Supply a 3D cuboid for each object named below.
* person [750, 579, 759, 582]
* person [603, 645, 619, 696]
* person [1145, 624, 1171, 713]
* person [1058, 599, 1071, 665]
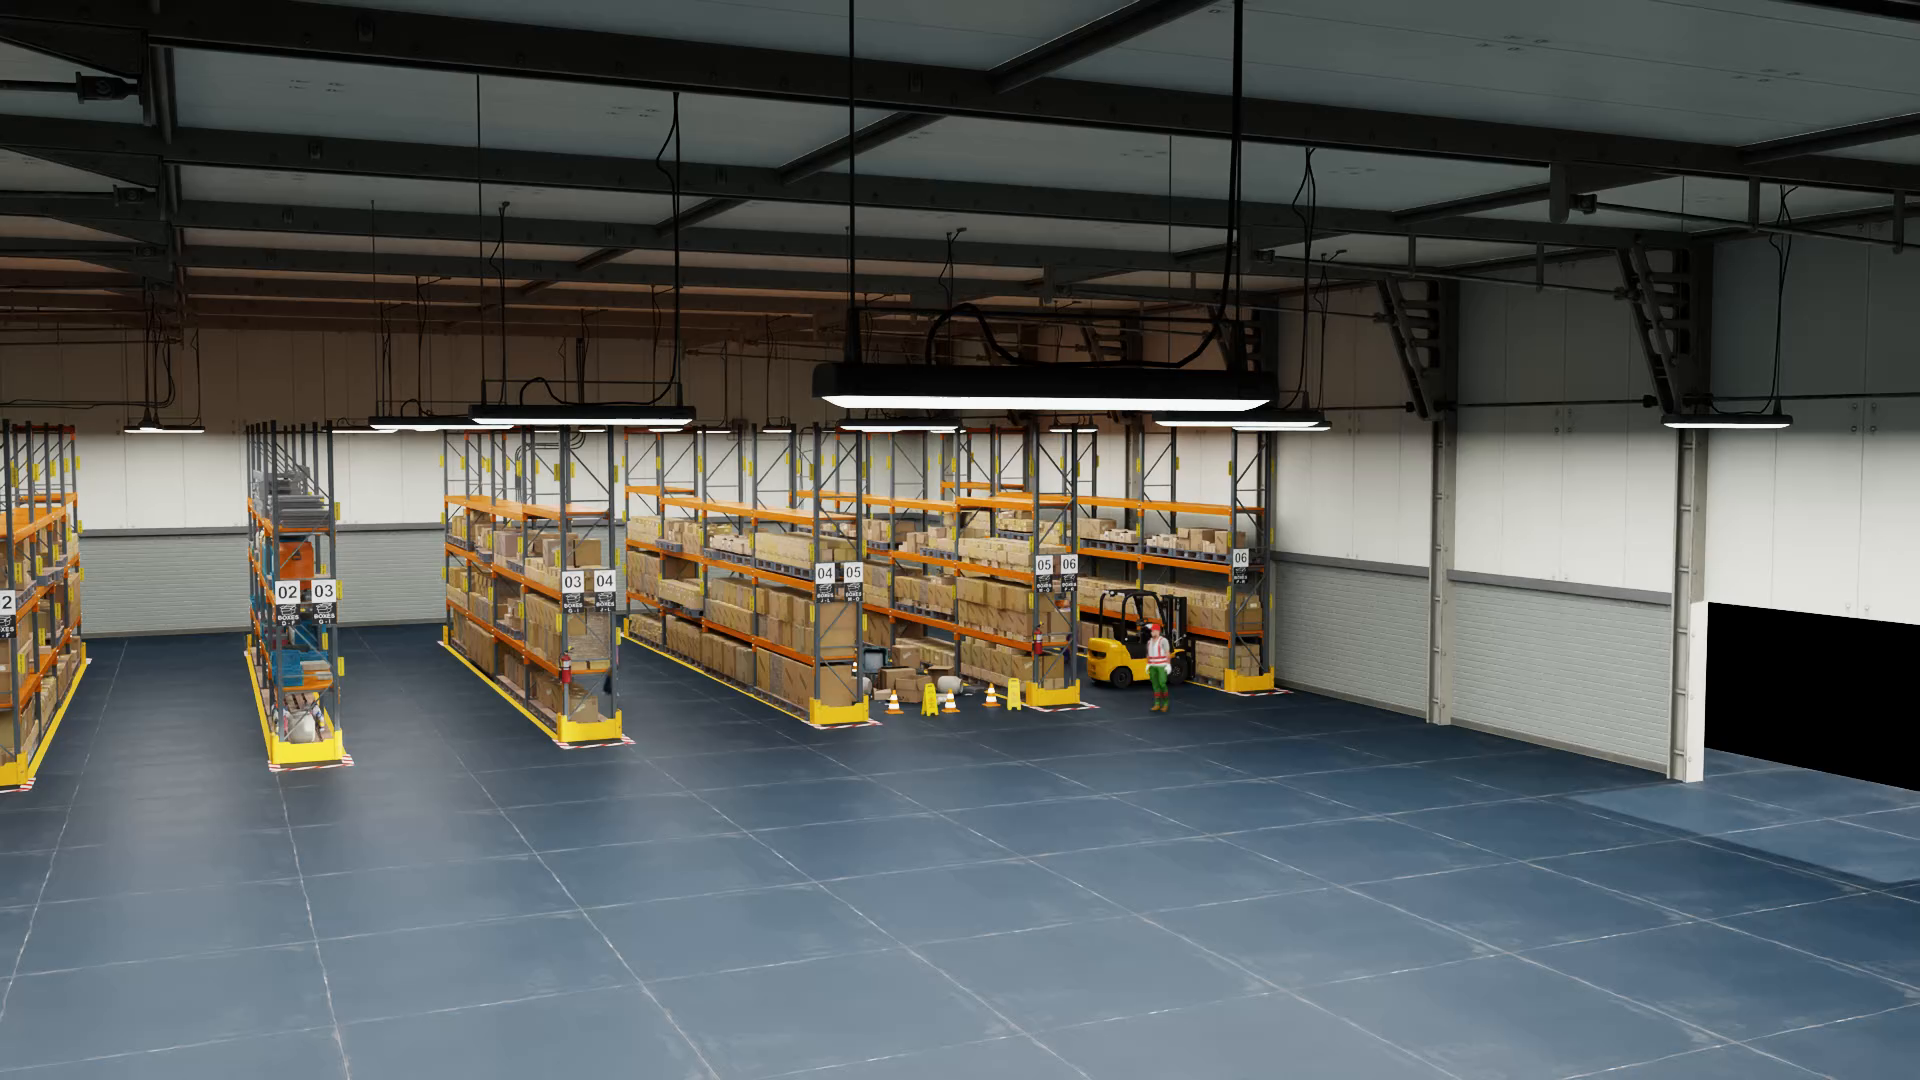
[{"bbox_3d":[-5.834,1.936,47.074,0.551,1.691,0.330,3,5,44],"label":"person"},{"bbox_3d":[-7.642,2.645,36.506,0.320,1.616,0.462,-3,5,-43],"label":"person"},{"bbox_3d":[4.108,2.665,34.708,0.605,1.822,0.381,3,5,44],"label":"person"},{"bbox_3d":[2.593,2.322,41.720,0.419,1.673,0.571,0,4,-6],"label":"person"}]
